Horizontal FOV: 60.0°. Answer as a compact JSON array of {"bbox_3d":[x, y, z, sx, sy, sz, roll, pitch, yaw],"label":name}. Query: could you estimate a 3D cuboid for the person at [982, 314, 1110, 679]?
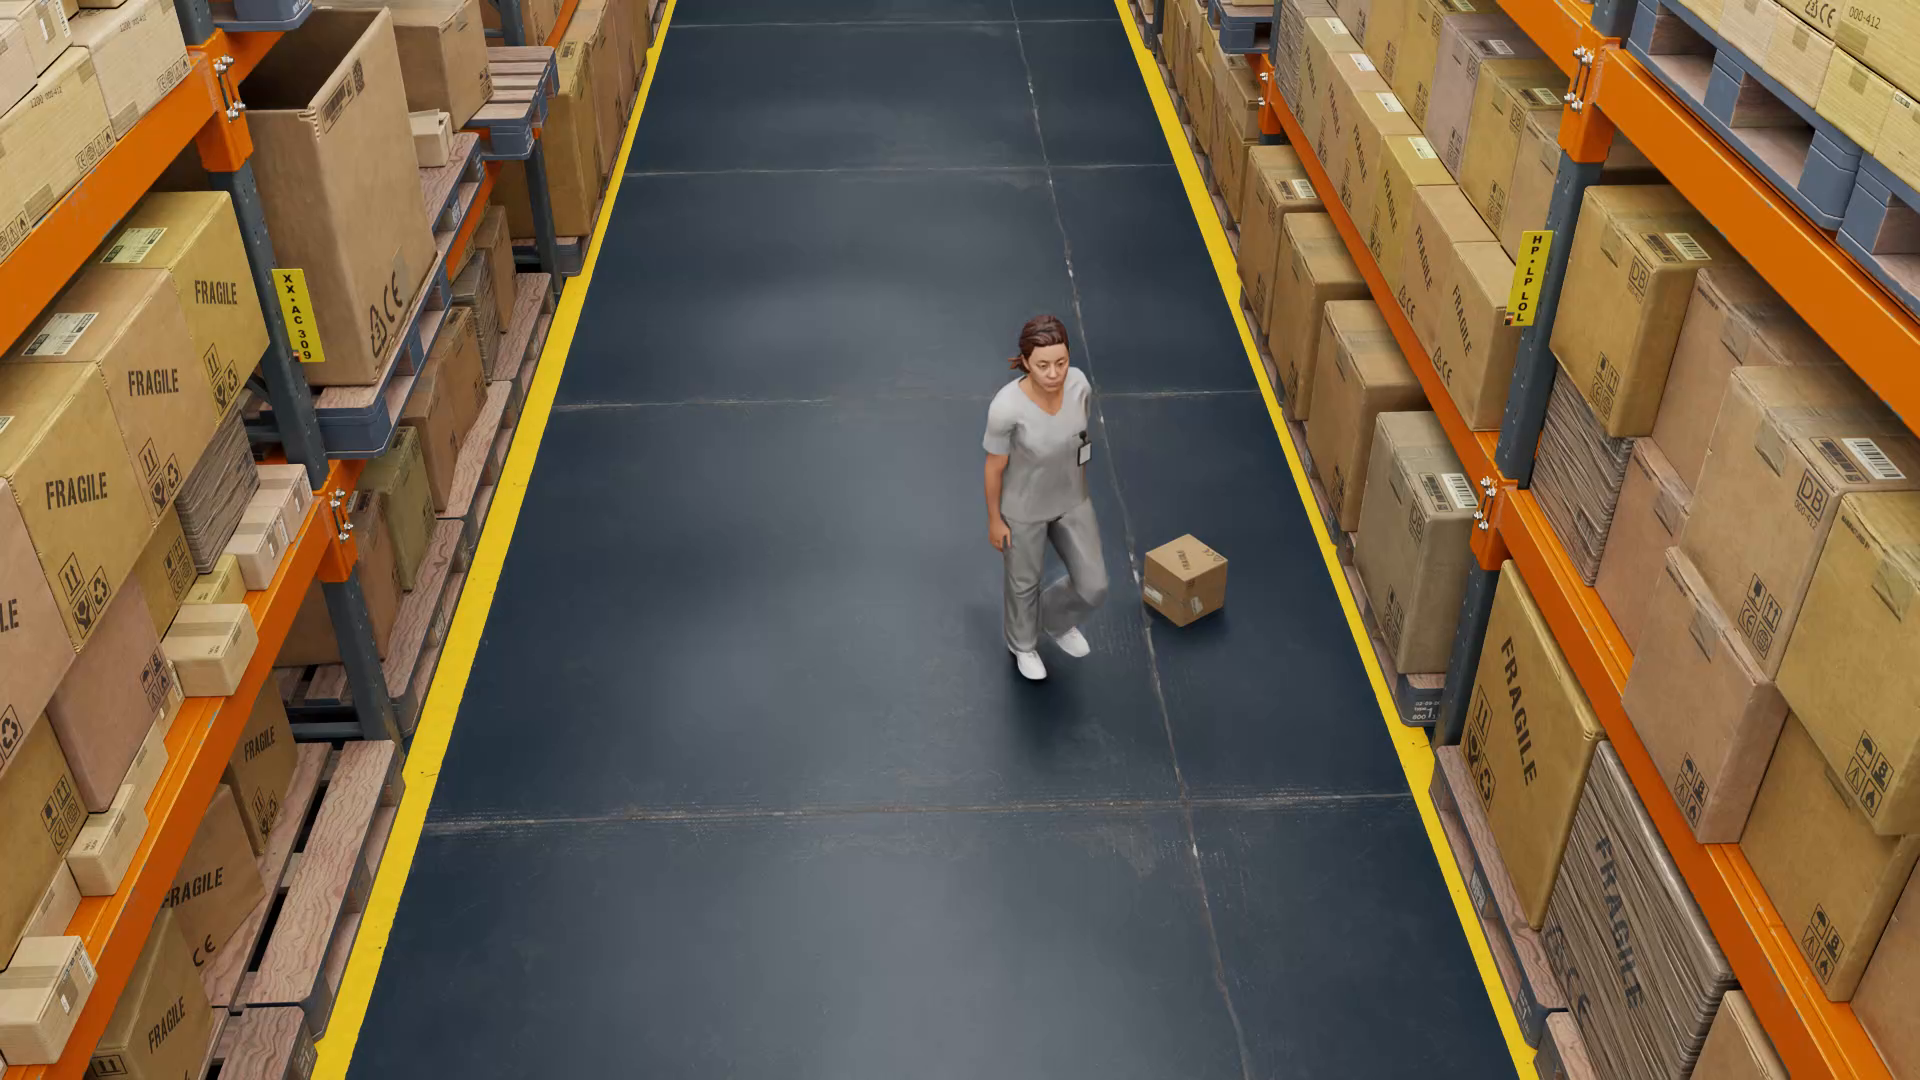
[{"bbox_3d":[0.306,-0.131,6.309,0.493,1.656,0.479,-13,38,-18],"label":"person"}]
